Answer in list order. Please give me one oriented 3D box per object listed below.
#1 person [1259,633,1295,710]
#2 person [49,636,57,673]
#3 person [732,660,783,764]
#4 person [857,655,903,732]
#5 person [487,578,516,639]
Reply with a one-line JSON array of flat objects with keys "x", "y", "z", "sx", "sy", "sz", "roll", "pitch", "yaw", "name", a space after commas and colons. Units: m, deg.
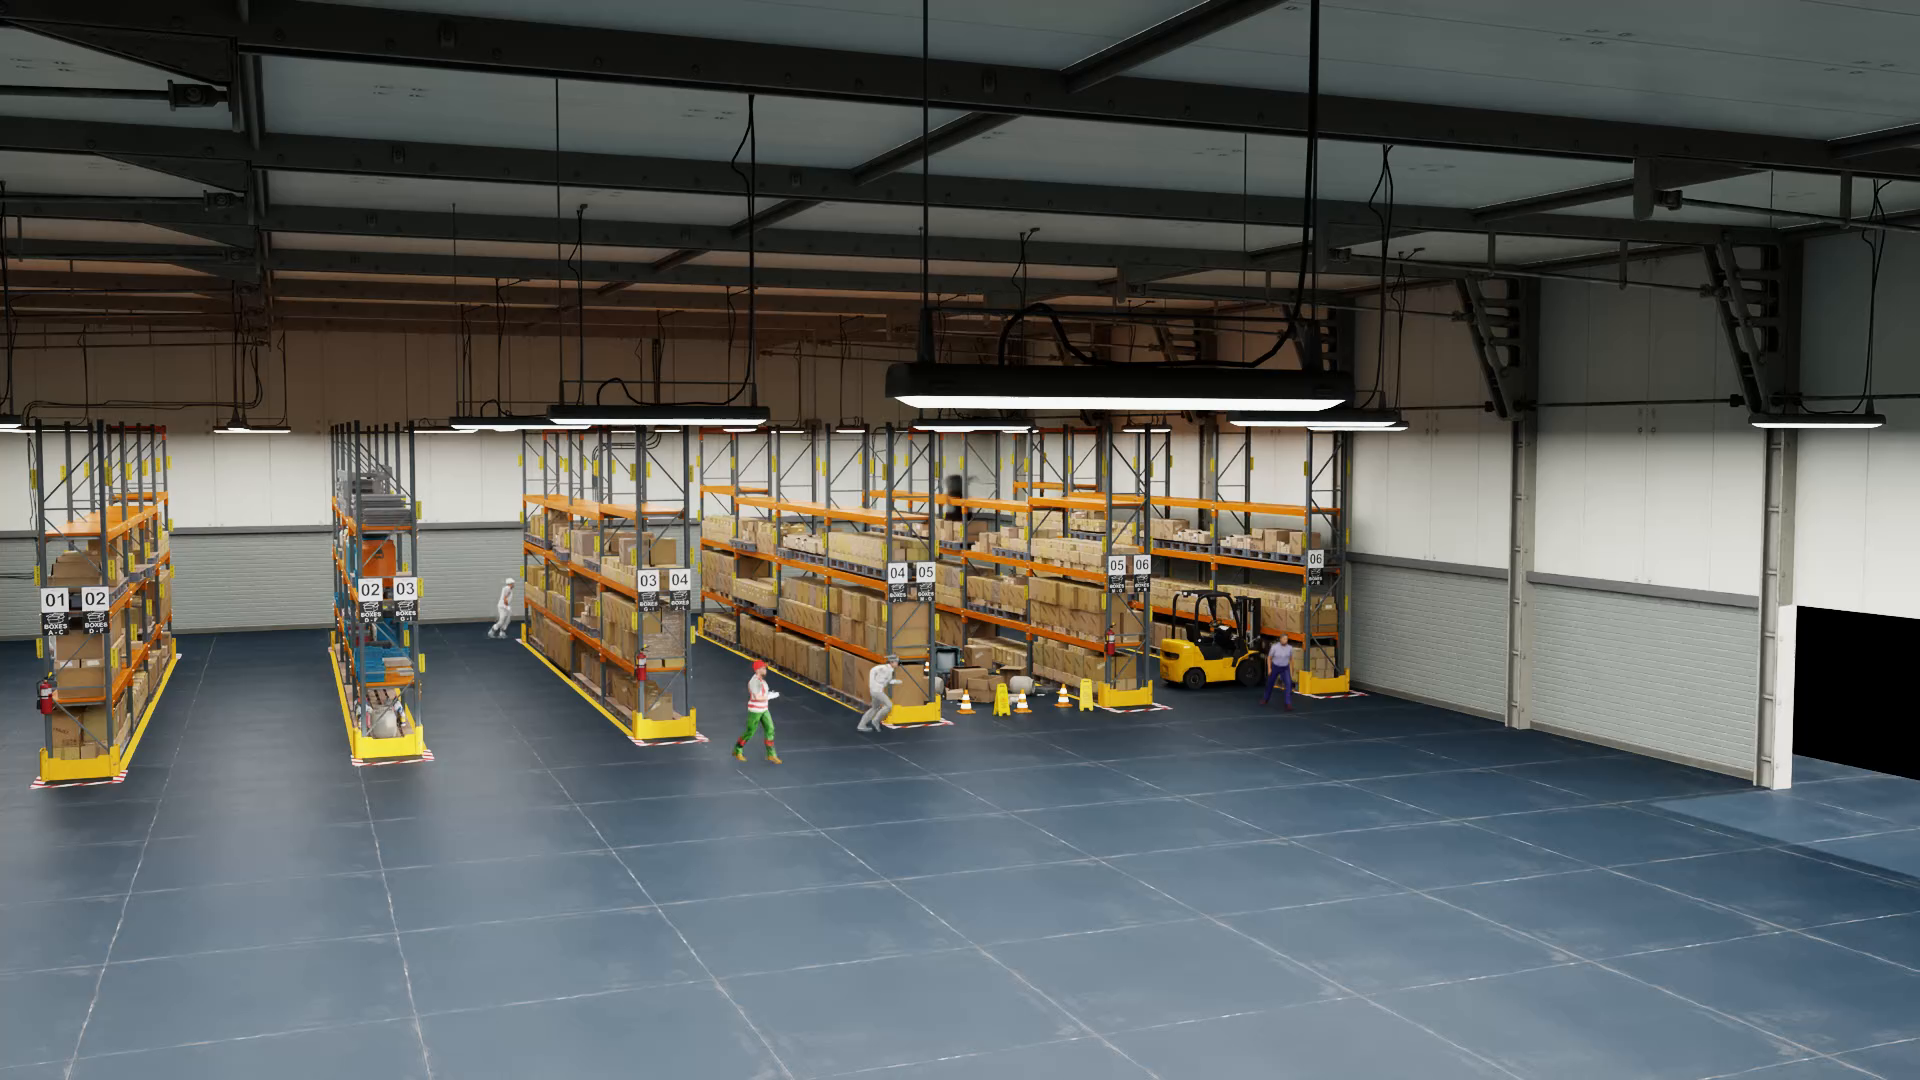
[{"x": 6.720, "y": 2.737, "z": 35.024, "sx": 0.655, "sy": 1.589, "sz": 0.922, "roll": 0, "pitch": 4, "yaw": -7, "name": "person"}, {"x": -20.544, "y": 2.531, "z": 37.991, "sx": 0.741, "sy": 1.635, "sz": 0.887, "roll": -4, "pitch": 5, "yaw": -45, "name": "person"}, {"x": -3.540, "y": 2.992, "z": 28.920, "sx": 0.910, "sy": 1.818, "sz": 0.647, "roll": 1, "pitch": 4, "yaw": 17, "name": "person"}, {"x": -1.547, "y": 2.959, "z": 32.032, "sx": 0.881, "sy": 1.516, "sz": 0.650, "roll": 1, "pitch": 4, "yaw": 12, "name": "person"}, {"x": -12.971, "y": 1.939, "z": 47.060, "sx": 0.819, "sy": 1.702, "sz": 0.632, "roll": -1, "pitch": 4, "yaw": -19, "name": "person"}]
